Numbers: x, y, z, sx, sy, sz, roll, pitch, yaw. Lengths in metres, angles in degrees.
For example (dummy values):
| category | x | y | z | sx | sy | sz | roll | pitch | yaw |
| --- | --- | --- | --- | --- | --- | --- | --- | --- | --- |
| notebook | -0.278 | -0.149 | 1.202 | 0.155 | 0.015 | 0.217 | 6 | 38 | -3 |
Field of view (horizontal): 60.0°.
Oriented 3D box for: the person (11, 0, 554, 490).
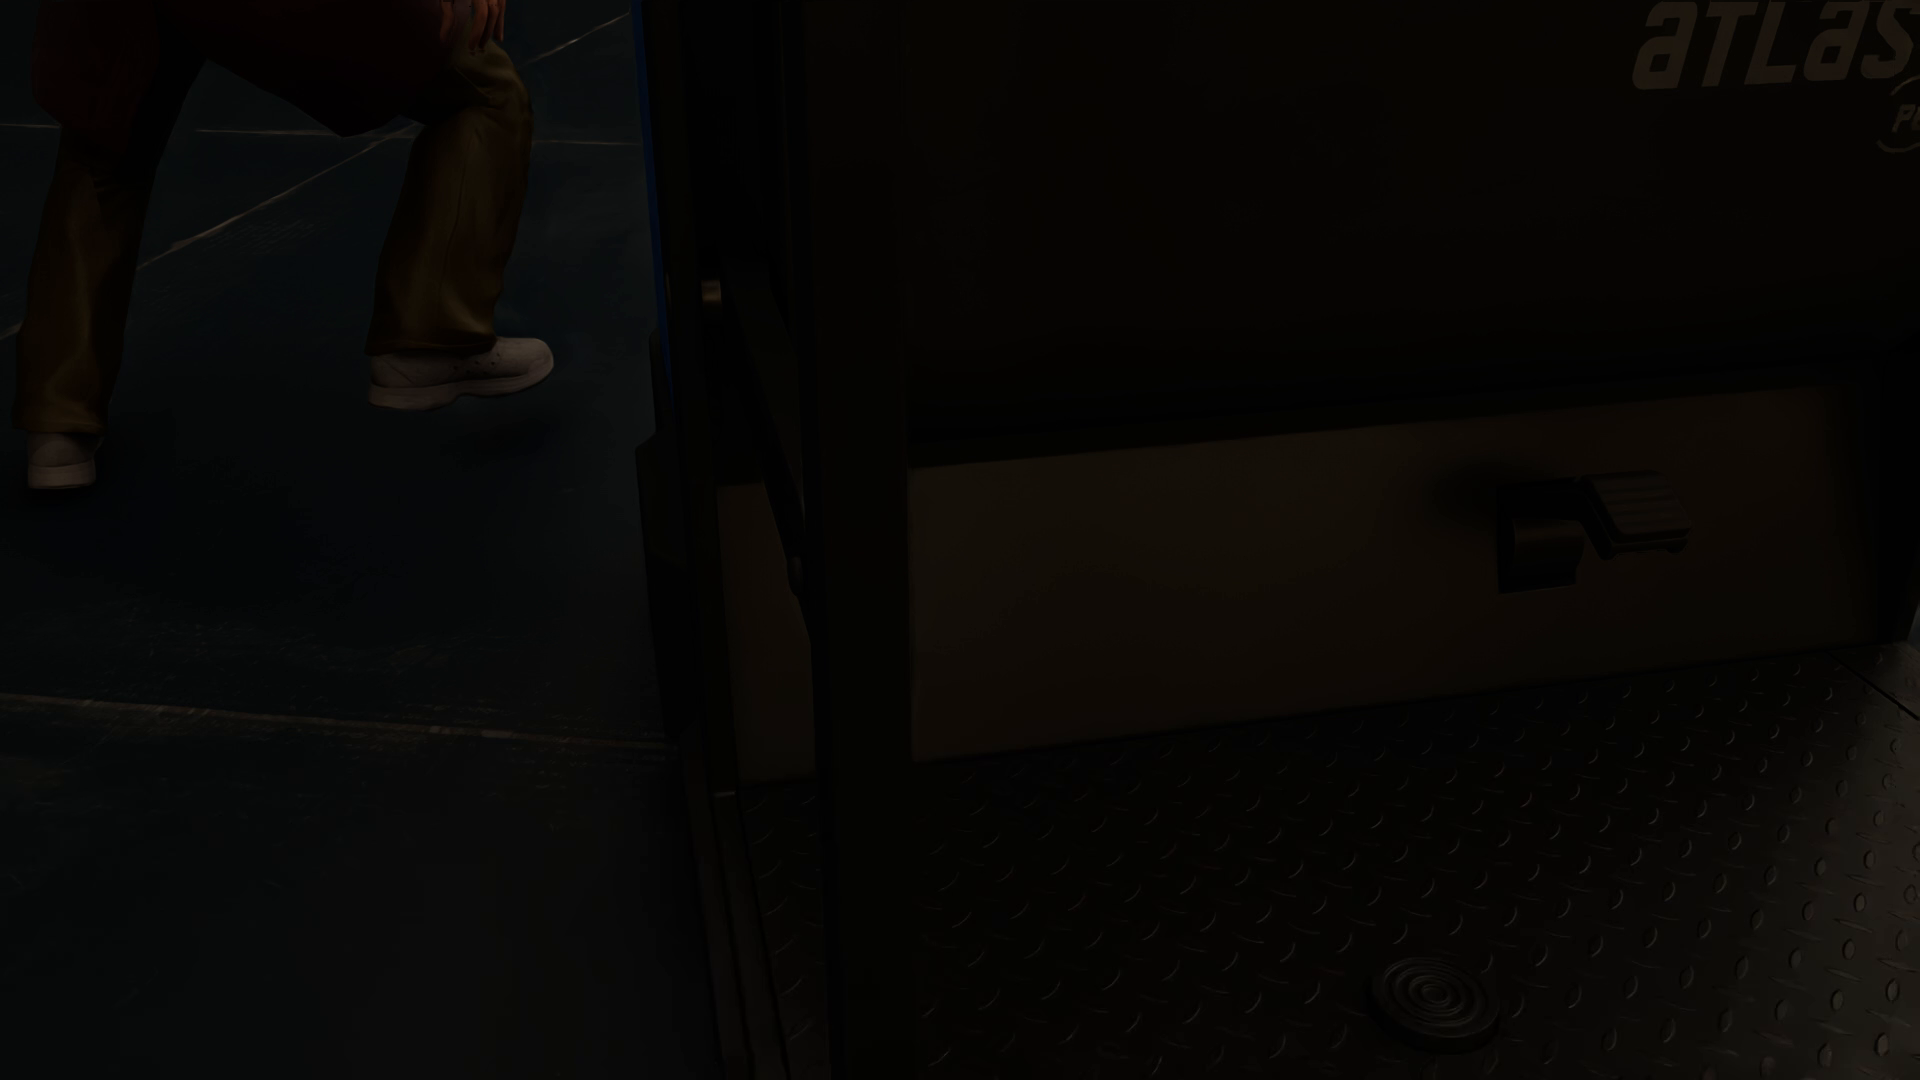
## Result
| category | x | y | z | sx | sy | sz | roll | pitch | yaw |
| --- | --- | --- | --- | --- | --- | --- | --- | --- | --- |
| person | -1.153 | -0.897 | 2.486 | 0.991 | 1.654 | 0.656 | 7 | 27 | 13 |

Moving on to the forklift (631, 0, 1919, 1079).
| category | x | y | z | sx | sy | sz | roll | pitch | yaw |
| --- | --- | --- | --- | --- | --- | --- | --- | --- | --- |
| forklift | 0.378 | -0.757 | 0.734 | 1.130 | 2.935 | 3.031 | -6 | 27 | -11 |
